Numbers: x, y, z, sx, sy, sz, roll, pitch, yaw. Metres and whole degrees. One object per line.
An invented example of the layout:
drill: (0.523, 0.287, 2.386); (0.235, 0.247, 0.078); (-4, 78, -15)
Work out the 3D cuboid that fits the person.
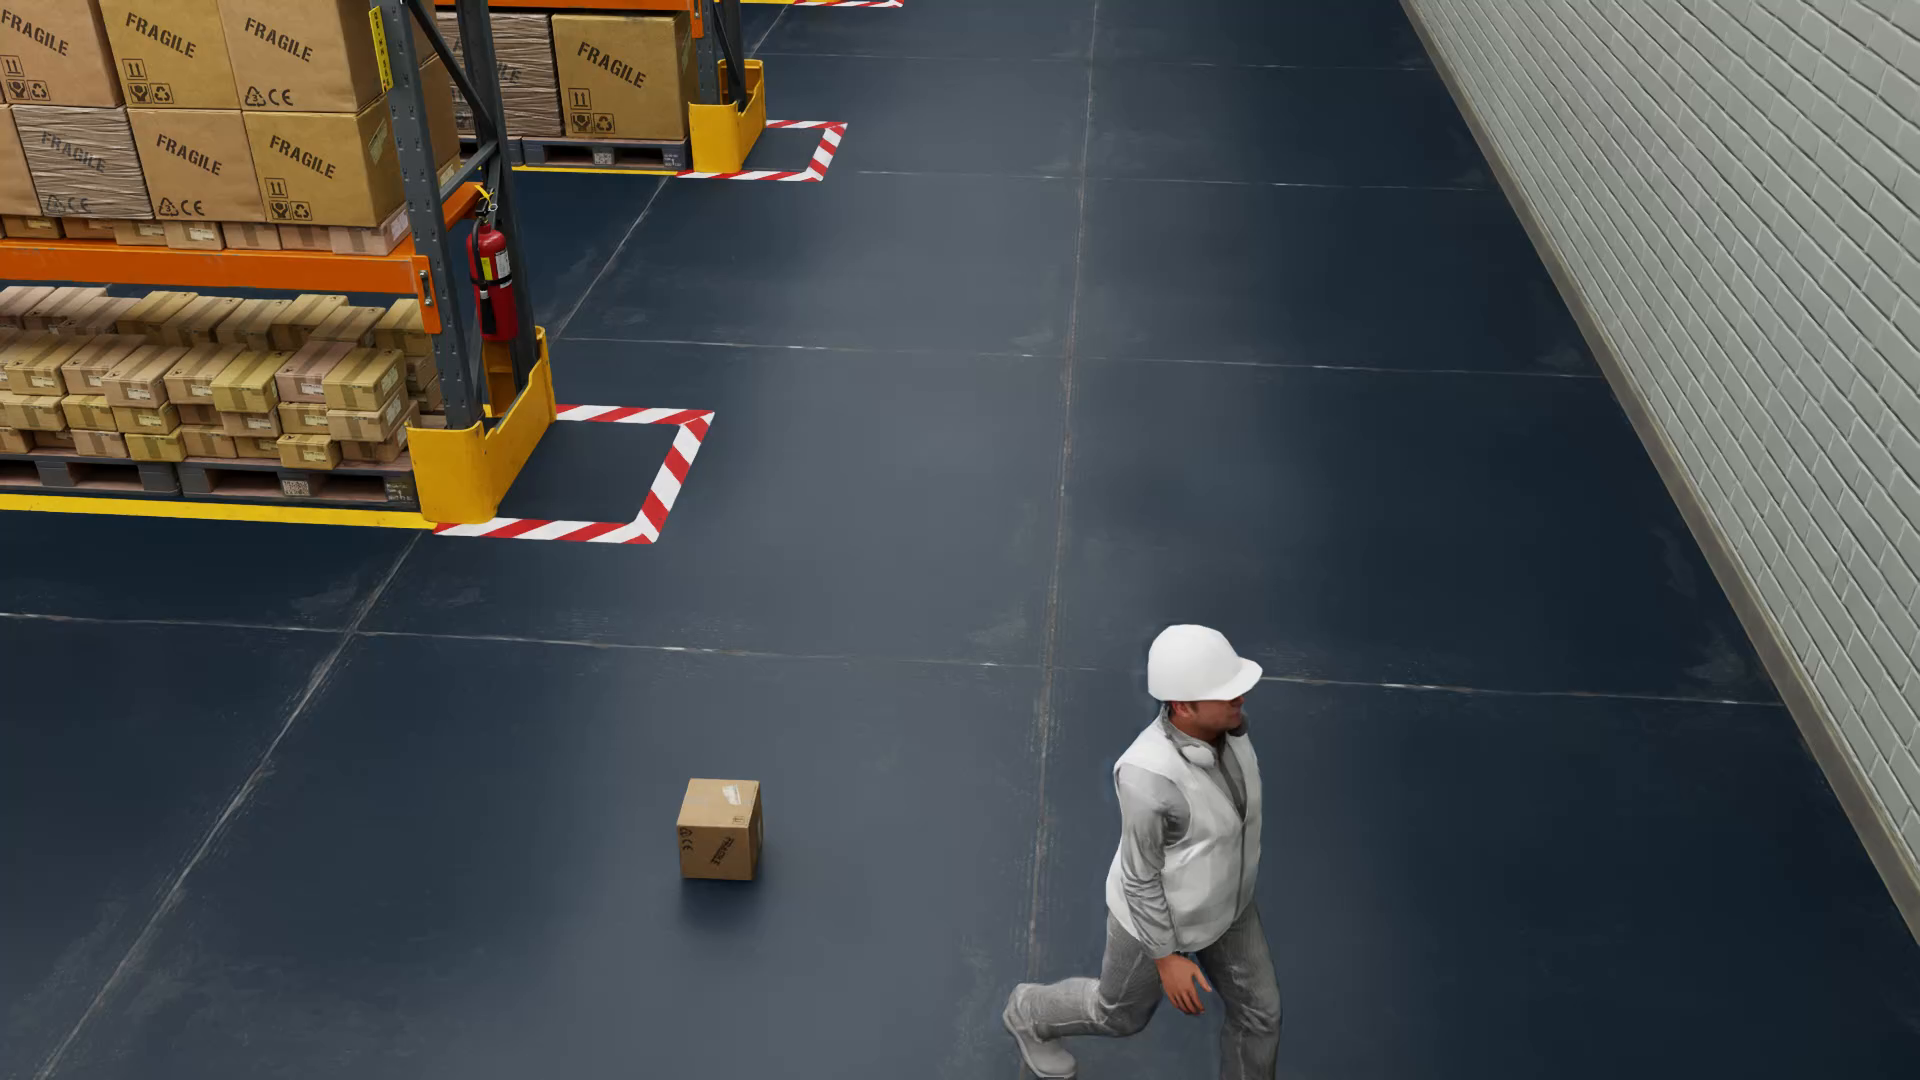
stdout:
person: (0.590, 0.966, 4.550); (1.001, 1.730, 0.554); (23, 39, 33)
